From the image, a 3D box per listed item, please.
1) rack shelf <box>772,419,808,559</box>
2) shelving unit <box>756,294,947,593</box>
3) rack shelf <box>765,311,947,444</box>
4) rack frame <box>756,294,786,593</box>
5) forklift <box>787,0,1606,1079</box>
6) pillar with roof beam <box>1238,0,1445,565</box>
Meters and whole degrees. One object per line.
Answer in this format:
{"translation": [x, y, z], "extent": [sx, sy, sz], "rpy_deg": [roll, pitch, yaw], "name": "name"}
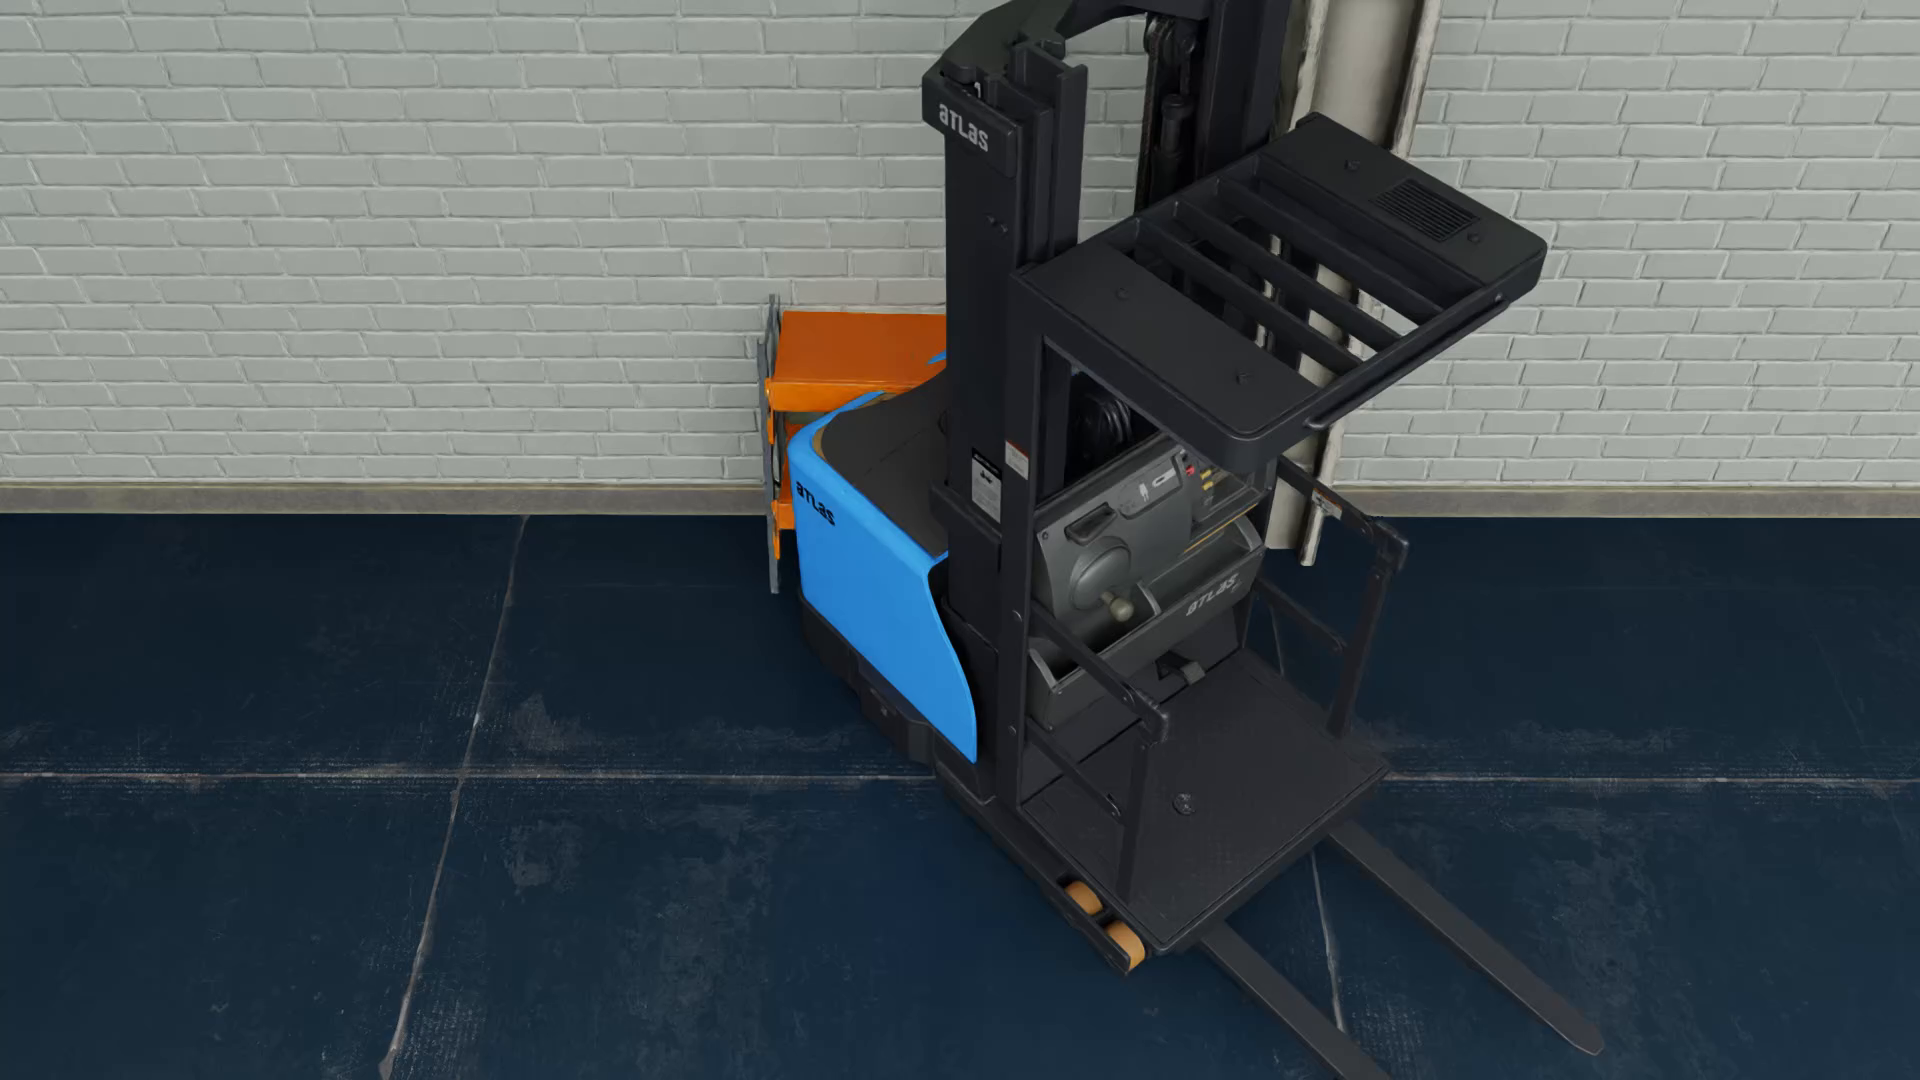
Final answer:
{"translation": [-0.191, -0.188, 6.363], "extent": [1.000, 0.278, 0.538], "rpy_deg": [1, 40, -1], "name": "rack shelf"}
{"translation": [-0.184, -0.376, 6.207], "extent": [1.048, 1.125, 0.538], "rpy_deg": [1, 40, -1], "name": "shelving unit"}
{"translation": [-0.175, -0.600, 6.020], "extent": [1.000, 0.278, 0.538], "rpy_deg": [1, 40, -1], "name": "rack shelf"}
{"translation": [-0.692, -0.388, 6.198], "extent": [0.032, 1.125, 0.500], "rpy_deg": [1, 40, -1], "name": "rack frame"}
{"translation": [0.728, -0.015, 4.761], "extent": [1.130, 2.935, 3.031], "rpy_deg": [-31, 54, -26], "name": "forklift"}
{"translation": [1.204, 0.073, 0.534], "extent": [0.400, 9.000, 9.100], "rpy_deg": [0, 47, 0], "name": "pillar with roof beam"}
